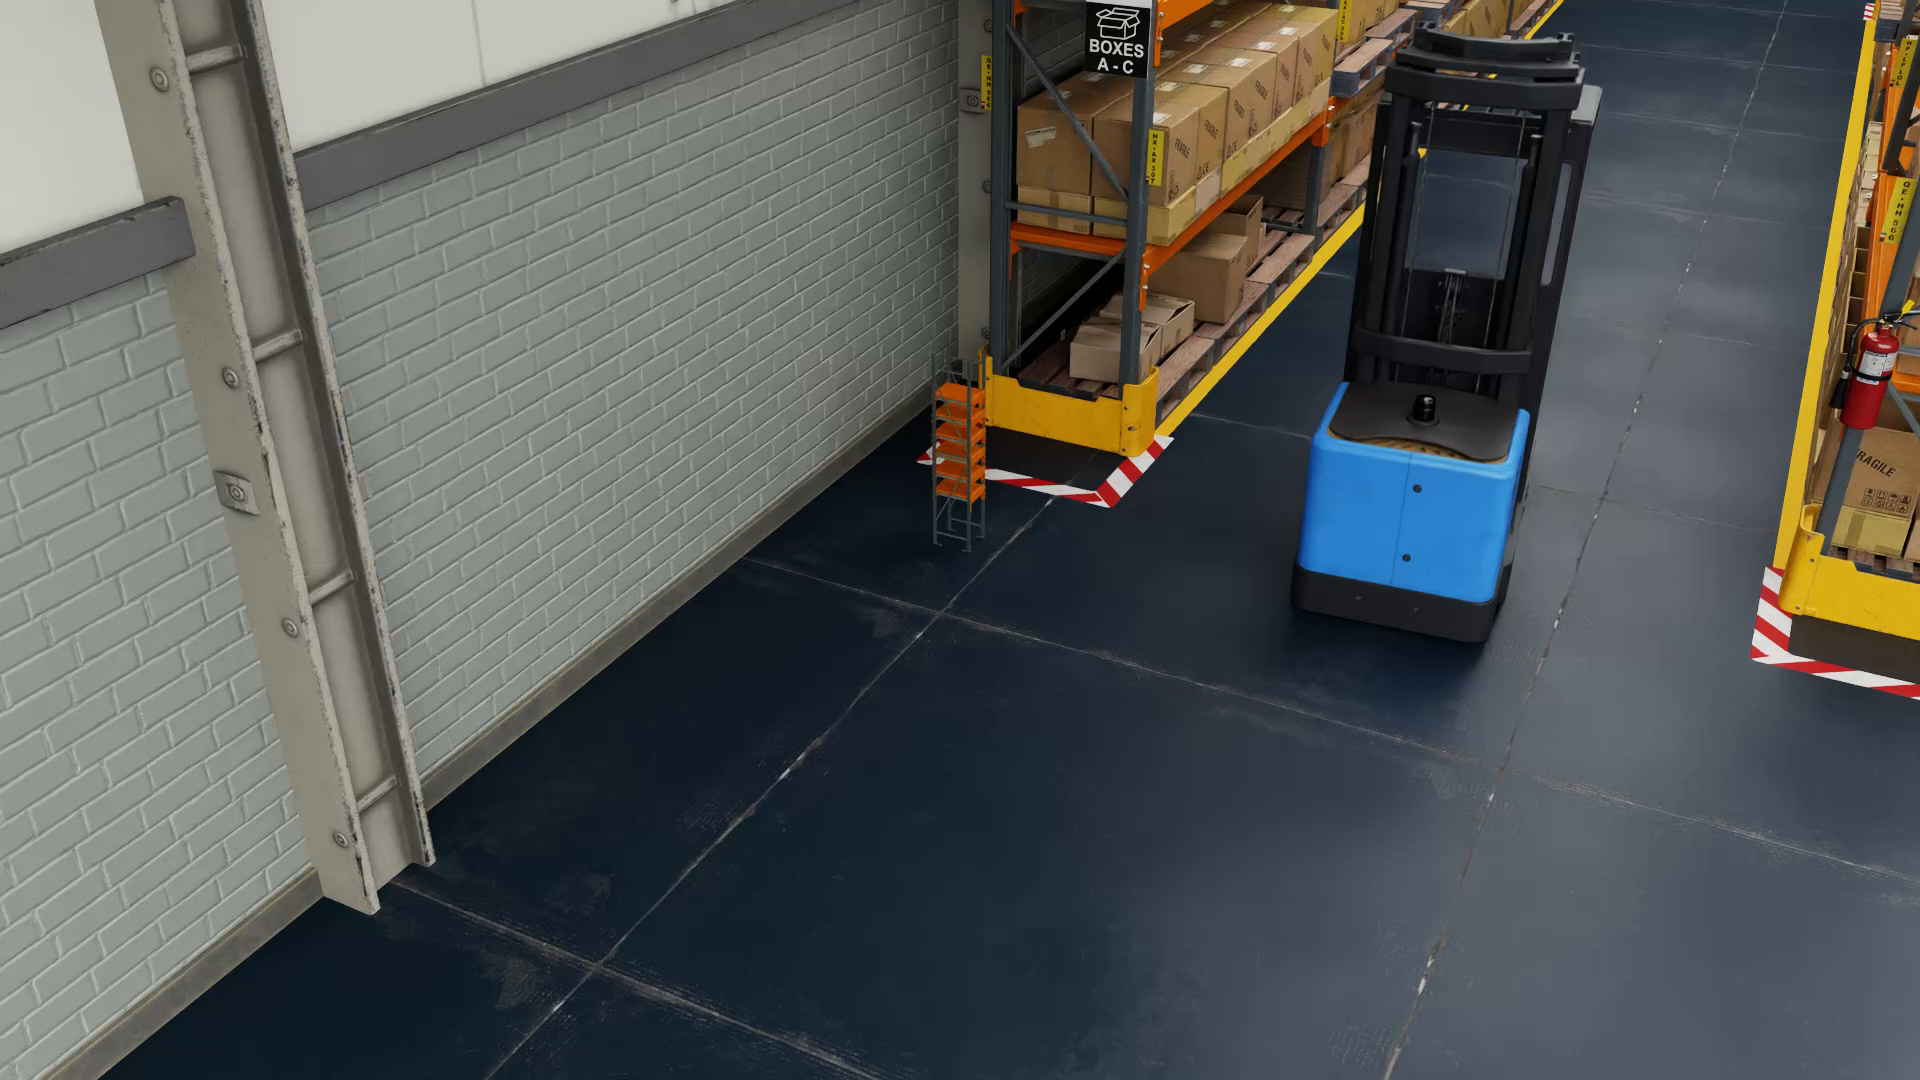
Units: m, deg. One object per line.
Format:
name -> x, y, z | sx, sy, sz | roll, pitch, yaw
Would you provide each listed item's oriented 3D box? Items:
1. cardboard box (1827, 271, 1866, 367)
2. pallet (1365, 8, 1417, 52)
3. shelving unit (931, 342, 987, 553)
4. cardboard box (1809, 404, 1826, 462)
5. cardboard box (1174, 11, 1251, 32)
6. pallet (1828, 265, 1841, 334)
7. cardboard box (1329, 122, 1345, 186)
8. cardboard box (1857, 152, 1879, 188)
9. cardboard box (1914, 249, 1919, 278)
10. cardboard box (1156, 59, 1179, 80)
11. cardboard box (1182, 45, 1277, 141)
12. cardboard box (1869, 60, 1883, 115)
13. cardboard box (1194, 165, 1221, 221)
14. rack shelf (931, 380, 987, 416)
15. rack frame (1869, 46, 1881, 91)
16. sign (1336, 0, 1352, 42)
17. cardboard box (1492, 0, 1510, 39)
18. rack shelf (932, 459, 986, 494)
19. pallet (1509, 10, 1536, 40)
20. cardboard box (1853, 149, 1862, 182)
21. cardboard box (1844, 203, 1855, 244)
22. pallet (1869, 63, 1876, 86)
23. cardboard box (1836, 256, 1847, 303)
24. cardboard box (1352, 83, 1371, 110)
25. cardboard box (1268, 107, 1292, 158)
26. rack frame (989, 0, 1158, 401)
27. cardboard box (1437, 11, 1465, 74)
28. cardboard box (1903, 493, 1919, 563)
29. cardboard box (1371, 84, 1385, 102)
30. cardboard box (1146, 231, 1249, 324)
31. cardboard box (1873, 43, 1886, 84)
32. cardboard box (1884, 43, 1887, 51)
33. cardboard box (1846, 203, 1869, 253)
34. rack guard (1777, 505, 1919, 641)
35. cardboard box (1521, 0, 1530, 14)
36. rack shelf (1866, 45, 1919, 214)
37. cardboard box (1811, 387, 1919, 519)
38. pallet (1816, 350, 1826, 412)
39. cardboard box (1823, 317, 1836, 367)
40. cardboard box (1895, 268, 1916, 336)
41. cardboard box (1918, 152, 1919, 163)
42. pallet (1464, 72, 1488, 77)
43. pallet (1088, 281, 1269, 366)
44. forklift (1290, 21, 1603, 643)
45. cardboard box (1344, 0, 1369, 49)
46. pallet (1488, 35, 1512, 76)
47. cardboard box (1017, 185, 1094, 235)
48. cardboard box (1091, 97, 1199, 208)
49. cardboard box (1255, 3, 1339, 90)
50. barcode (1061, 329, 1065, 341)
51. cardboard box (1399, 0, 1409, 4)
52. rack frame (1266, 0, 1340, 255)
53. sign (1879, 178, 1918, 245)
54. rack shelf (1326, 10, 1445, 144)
cardboard box -> 5.949, -1.384, 10.735 | 0.500, 0.500, 0.500 | 14, 33, 23
pallet -> 3.440, -4.573, 14.894 | 1.003, 0.211, 1.213 | 14, 33, 23
shelving unit -> -0.007, -0.514, 9.440 | 0.258, 1.200, 0.189 | 14, 33, 23
cardboard box -> 5.497, -0.615, 10.149 | 0.500, 0.250, 0.500 | 14, 33, 23
cardboard box -> 1.844, -3.649, 12.470 | 0.500, 0.500, 0.500 | 14, 33, 23
pallet -> 7.196, -1.774, 12.627 | 1.003, 0.211, 1.213 | 14, 33, 23
cardboard box -> 2.994, -3.447, 14.809 | 0.700, 0.500, 0.500 | 14, 33, 22
cardboard box -> 7.751, -3.028, 13.787 | 0.500, 0.311, 0.500 | 13, 32, 22
cardboard box -> 5.077, -1.411, 8.444 | 0.380, 0.149, 0.250 | 14, 33, 22
cardboard box -> 1.156, -2.973, 11.293 | 0.500, 0.500, 0.500 | 13, 32, 22
cardboard box -> 1.846, -3.085, 11.487 | 0.500, 0.500, 0.500 | 15, 33, 25
cardboard box -> 9.404, -4.459, 16.571 | 0.500, 0.500, 0.500 | 13, 32, 21
cardboard box -> 1.390, -2.318, 10.904 | 0.500, 0.250, 0.500 | 13, 32, 22
rack shelf -> -0.007, -0.788, 9.283 | 0.258, 0.103, 0.180 | 14, 33, 23
rack frame -> 10.539, -6.194, 17.524 | 1.000, 3.000, 0.127 | 14, 33, 23
sign -> 2.970, -4.025, 12.878 | 0.100, 0.325, 0.005 | 14, 33, 23
cardboard box -> 5.947, -6.248, 19.356 | 0.750, 0.750, 0.750 | 15, 33, 24
rack shelf -> -0.007, -0.371, 9.522 | 0.258, 0.103, 0.180 | 14, 33, 23
pallet -> 6.544, -6.426, 20.729 | 1.003, 0.211, 1.213 | 14, 33, 23
cardboard box -> 8.217, -3.245, 14.728 | 0.500, 0.250, 0.500 | 14, 33, 23
cardboard box -> 7.523, -2.563, 13.540 | 0.500, 0.250, 0.500 | 15, 33, 24
pallet -> 10.853, -5.289, 18.748 | 1.003, 0.211, 1.213 | 14, 33, 23
cardboard box -> 6.826, -1.887, 12.363 | 0.500, 0.250, 0.500 | 14, 33, 23
cardboard box -> 3.478, -4.176, 15.326 | 0.500, 0.250, 0.500 | 14, 33, 23
cardboard box -> 2.087, -2.989, 12.073 | 0.500, 0.250, 0.500 | 14, 33, 23
rack frame -> 0.661, -1.996, 10.214 | 1.000, 3.000, 0.127 | 14, 33, 23
cardboard box -> 4.757, -5.089, 17.337 | 0.750, 0.750, 0.750 | 14, 33, 23
cardboard box -> 5.515, -0.051, 9.166 | 0.500, 0.250, 0.500 | 14, 33, 23
cardboard box -> 3.686, -4.117, 15.975 | 0.700, 0.500, 0.500 | 14, 33, 23
cardboard box -> 1.695, -1.956, 12.212 | 0.700, 0.500, 0.500 | 12, 32, 20
cardboard box -> 10.102, -5.142, 17.760 | 0.500, 0.500, 0.500 | 13, 32, 21
cardboard box -> 9.646, -5.023, 16.801 | 0.500, 0.250, 0.500 | 14, 33, 23
cardboard box -> 7.055, -2.357, 12.619 | 0.500, 0.311, 0.500 | 15, 33, 25
rack guard -> 5.062, 0.220, 8.864 | 1.175, 0.500, 0.348 | 14, 33, 23
cardboard box -> 6.791, -6.944, 20.919 | 0.700, 0.500, 0.500 | 14, 33, 23
rack shelf -> 7.806, -3.222, 13.071 | 1.077, 0.370, 4.000 | 14, 33, 23
cardboard box -> 5.052, -0.494, 9.185 | 0.500, 0.500, 0.500 | 14, 33, 23
pallet -> 6.495, -1.095, 11.445 | 1.003, 0.211, 1.213 | 14, 33, 23
cardboard box -> 6.181, -1.280, 11.306 | 0.500, 0.250, 0.500 | 14, 33, 23
cardboard box -> 5.532, -1.356, 8.998 | 0.700, 0.500, 0.500 | 15, 33, 25
cardboard box -> 6.016, -2.325, 10.034 | 0.380, 0.149, 0.250 | 13, 32, 22
pallet -> 5.289, -5.205, 18.602 | 1.003, 0.211, 1.213 | 14, 33, 23
pallet -> 1.654, -1.712, 12.519 | 1.003, 0.211, 1.213 | 14, 33, 23
forklift -> 2.814, -1.453, 9.336 | 1.130, 2.935, 3.031 | 11, 32, 19
cardboard box -> 3.006, -4.468, 13.976 | 0.700, 0.500, 0.500 | 18, 34, 28
pallet -> 5.843, -5.748, 19.547 | 1.003, 0.211, 1.213 | 14, 33, 23
cardboard box -> 0.701, -2.191, 10.684 | 0.500, 0.250, 0.500 | 15, 33, 24
cardboard box -> 1.146, -2.409, 10.310 | 0.500, 0.500, 0.500 | 14, 33, 23
cardboard box -> 2.543, -3.759, 12.661 | 0.500, 0.500, 0.500 | 14, 33, 23
barcode -> 0.708, -1.410, 11.443 | 0.001, 0.075, 0.075 | 14, 33, 23
cardboard box -> 3.870, -5.312, 15.447 | 0.700, 0.500, 0.500 | 11, 32, 19
rack frame -> 2.483, -3.770, 13.302 | 1.000, 3.000, 0.127 | 14, 33, 23
sign -> 4.596, -1.608, 8.138 | 0.100, 0.325, 0.005 | 14, 33, 23
rack shelf -> 3.394, -4.344, 15.025 | 1.077, 0.370, 4.000 | 14, 33, 23
